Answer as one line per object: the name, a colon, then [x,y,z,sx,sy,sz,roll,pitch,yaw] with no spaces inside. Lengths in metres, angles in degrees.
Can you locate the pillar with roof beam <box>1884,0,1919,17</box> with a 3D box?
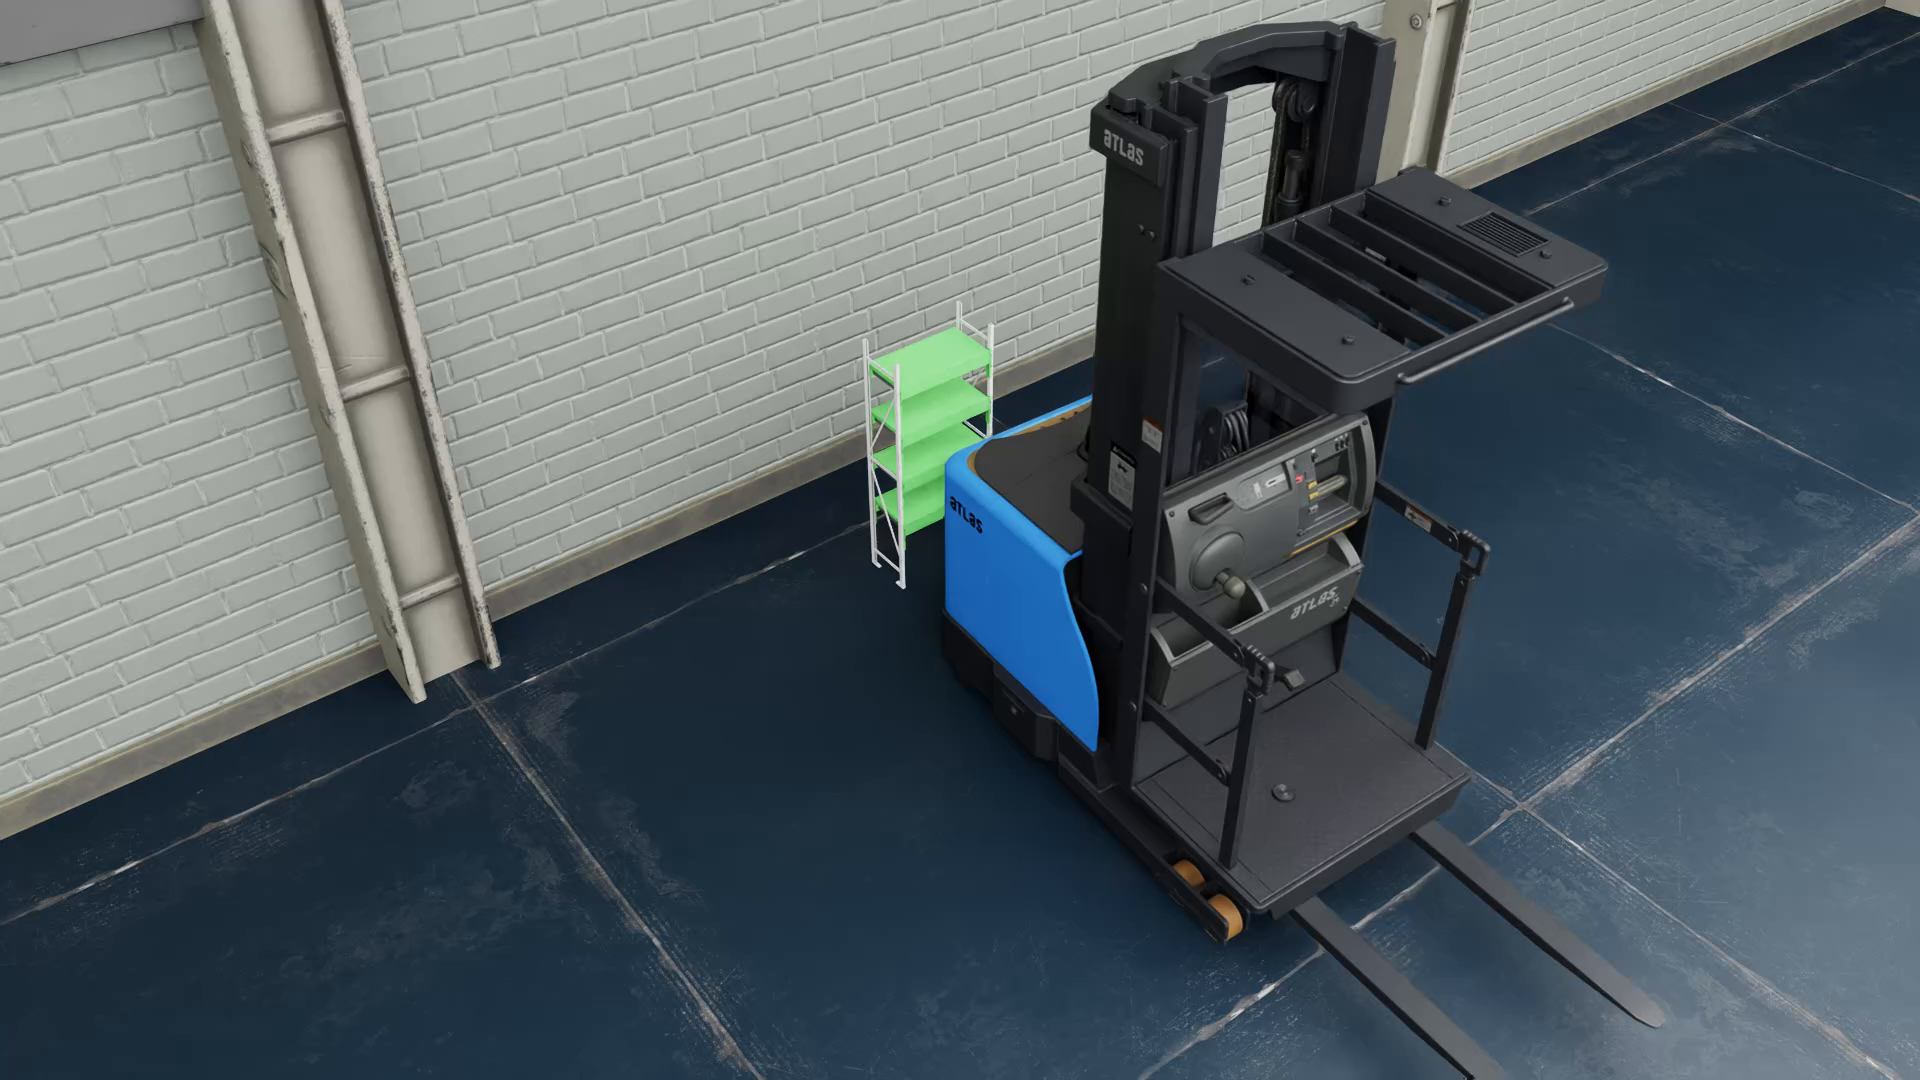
pillar with roof beam: [9.932,-5.423,7.265,0.400,9.000,9.100,-26,46,-28]

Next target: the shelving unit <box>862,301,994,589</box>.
shelving unit: [-0.131,-0.400,7.291,0.503,1.200,0.258,-26,46,-28]

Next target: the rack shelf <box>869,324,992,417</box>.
rack shelf: [-0.131,-0.722,7.028,0.480,0.148,0.258,-26,46,-28]

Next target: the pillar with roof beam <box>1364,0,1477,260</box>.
pillar with roof beam: [5.174,-3.104,4.439,0.400,9.000,9.100,-26,46,-28]

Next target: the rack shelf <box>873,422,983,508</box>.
rack shelf: [-0.131,-0.350,7.332,0.480,0.148,0.258,-26,46,-28]

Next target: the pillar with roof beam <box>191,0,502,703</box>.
pillar with roof beam: [0.417,-0.785,1.612,0.400,9.000,9.100,-26,46,-28]

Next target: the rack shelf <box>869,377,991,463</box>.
rack shelf: [-0.131,-0.536,7.180,0.480,0.148,0.258,-26,46,-28]

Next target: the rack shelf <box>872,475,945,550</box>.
rack shelf: [-0.131,-0.165,7.484,0.480,0.148,0.258,-26,46,-28]

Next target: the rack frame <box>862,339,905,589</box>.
rack frame: [-0.325,-0.306,7.176,0.015,1.200,0.240,-26,46,-28]

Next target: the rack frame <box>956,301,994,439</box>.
rack frame: [0.062,-0.494,7.406,0.015,1.200,0.240,-26,46,-28]

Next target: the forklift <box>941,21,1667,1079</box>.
forklift: [1.183,-0.043,5.491,1.130,2.935,3.031,-24,45,-27]
